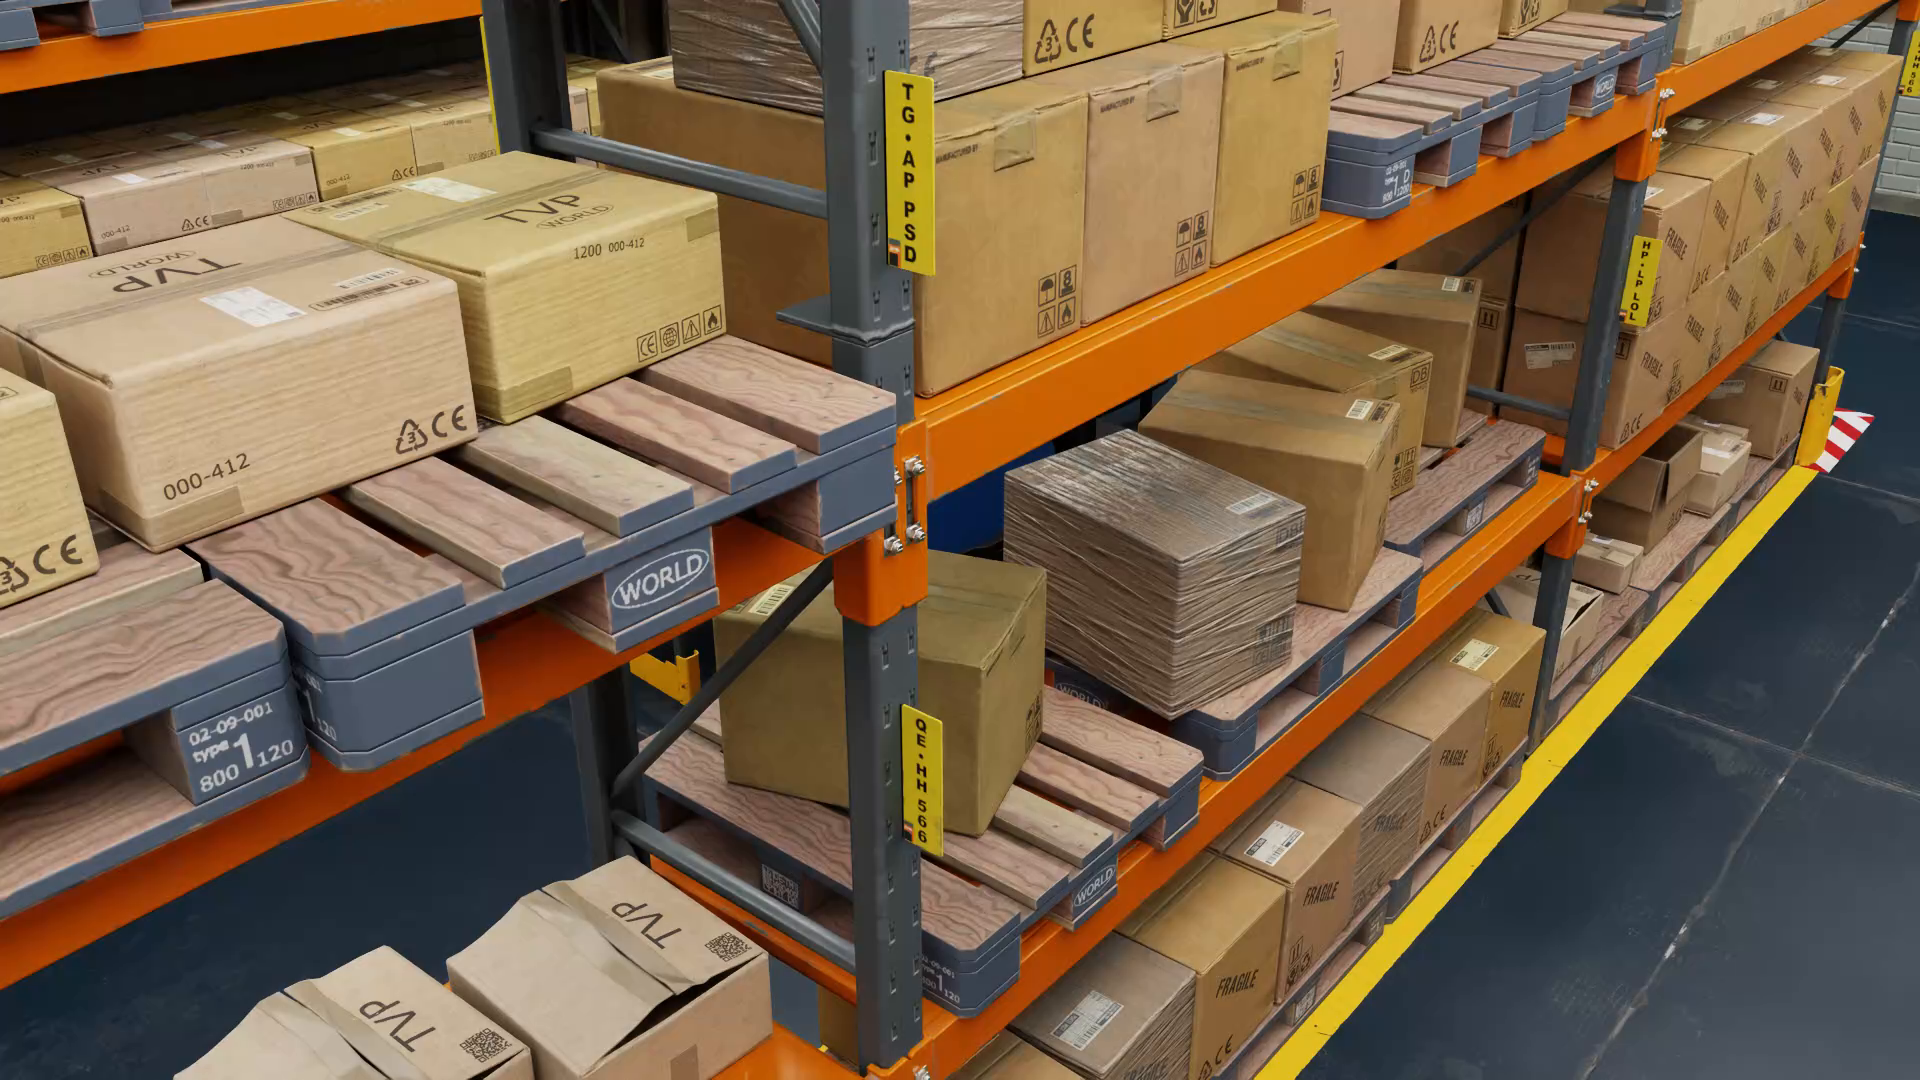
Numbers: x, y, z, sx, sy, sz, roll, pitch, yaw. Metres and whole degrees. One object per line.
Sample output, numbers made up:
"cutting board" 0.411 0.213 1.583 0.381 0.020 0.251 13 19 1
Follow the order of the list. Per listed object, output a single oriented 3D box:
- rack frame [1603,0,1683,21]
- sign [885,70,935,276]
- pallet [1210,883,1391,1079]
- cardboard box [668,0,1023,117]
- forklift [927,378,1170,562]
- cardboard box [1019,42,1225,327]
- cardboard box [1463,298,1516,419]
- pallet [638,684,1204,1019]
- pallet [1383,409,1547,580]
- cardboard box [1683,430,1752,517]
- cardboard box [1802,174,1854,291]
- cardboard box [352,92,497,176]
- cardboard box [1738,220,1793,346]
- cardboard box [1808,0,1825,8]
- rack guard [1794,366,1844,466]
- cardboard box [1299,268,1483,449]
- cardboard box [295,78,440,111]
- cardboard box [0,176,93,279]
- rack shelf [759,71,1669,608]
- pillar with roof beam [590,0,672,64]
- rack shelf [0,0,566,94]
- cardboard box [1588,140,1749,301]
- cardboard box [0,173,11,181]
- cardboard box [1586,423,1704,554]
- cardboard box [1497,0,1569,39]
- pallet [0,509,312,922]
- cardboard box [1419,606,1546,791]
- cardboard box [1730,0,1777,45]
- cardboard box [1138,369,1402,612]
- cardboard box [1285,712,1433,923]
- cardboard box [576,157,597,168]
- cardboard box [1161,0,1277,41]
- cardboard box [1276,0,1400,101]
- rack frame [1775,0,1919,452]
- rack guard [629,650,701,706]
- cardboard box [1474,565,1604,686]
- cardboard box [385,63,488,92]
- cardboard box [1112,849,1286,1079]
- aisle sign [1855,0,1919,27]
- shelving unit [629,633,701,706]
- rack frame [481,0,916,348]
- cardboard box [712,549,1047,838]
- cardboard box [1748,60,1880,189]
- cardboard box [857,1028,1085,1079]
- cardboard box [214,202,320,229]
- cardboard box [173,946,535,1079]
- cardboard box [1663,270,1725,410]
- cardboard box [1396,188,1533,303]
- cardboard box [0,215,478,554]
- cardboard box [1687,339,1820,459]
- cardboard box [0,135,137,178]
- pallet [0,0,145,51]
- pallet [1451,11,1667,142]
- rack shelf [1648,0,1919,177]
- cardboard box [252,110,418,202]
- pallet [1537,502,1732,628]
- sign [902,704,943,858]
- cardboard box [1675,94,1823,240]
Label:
"rack frame" 2.040 -3.250 5.238 1.000 3.000 0.127 21 34 34
"sign" -0.081 -0.599 2.730 0.100 0.325 0.005 21 34 34
"pallet" 0.776 1.387 5.838 1.003 0.211 1.213 21 34 34
"cardboard box" -0.222 -1.140 3.228 0.500 0.500 0.500 21 34 34
"forklift" 0.437 -1.510 8.479 1.130 2.935 3.031 24 36 38
"cardboard box" 0.072 -0.889 3.830 0.910 0.500 0.500 21 34 34
"cardboard box" 2.160 -0.882 7.081 0.500 0.500 0.500 21 34 35
"pallet" -0.127 0.658 4.423 1.213 0.211 1.003 21 34 34
"pallet" 1.447 -0.248 6.175 1.003 0.211 1.213 21 34 34
"cardboard box" 3.801 -0.385 8.743 0.500 0.250 0.500 21 34 34
"cardboard box" 4.182 -1.624 8.517 0.500 0.500 0.500 21 34 35
"cardboard box" -2.542 -1.950 7.985 0.500 0.250 0.500 22 34 35
"cardboard box" 3.540 -1.270 7.832 0.500 0.500 0.500 20 34 34
"cardboard box" 3.496 -2.482 7.182 0.500 0.250 0.500 21 34 34
"rack guard" 4.536 -0.866 9.880 1.175 0.500 0.348 21 34 34
"cardboard box" 1.566 -0.713 6.299 0.700 0.500 0.500 9 29 18
"cardboard box" -2.921 -2.096 8.267 0.500 0.250 0.500 19 33 33
"cardboard box" -3.823 -1.228 6.588 0.500 0.250 0.500 22 34 36
"rack shelf" 0.768 -0.889 4.722 1.077 0.370 4.000 21 34 34
"pillar with roof beam" 1.315 -3.939 6.570 9.100 9.000 0.400 21 34 34
"rack shelf" -3.057 -2.335 7.518 1.077 0.370 4.000 21 34 34
"cardboard box" 2.885 -1.341 6.882 0.500 0.500 0.500 20 33 33
"cardboard box" -4.241 -1.368 6.860 0.500 0.250 0.500 22 34 36
"cardboard box" 3.231 -0.339 8.379 0.797 0.503 0.637 21 34 34
"cardboard box" 1.663 -2.036 5.481 0.600 0.600 0.600 17 32 30
"pallet" -1.576 0.249 1.945 1.003 0.211 1.213 23 35 37
"cardboard box" 1.947 0.588 6.590 0.500 0.500 0.500 21 34 34
"cardboard box" 2.861 -2.127 6.495 0.500 0.250 0.500 21 34 34
"cardboard box" 0.964 -0.172 5.251 0.700 0.500 0.500 12 30 22
"cardboard box" 1.307 0.939 5.912 0.500 0.500 0.500 21 34 35
"cardboard box" -2.201 -1.796 8.503 0.500 0.500 0.500 21 34 35
"cardboard box" 0.427 -1.502 3.928 0.500 0.500 0.500 21 34 34
"cardboard box" 0.816 -1.562 4.565 0.600 0.600 0.600 19 33 33
"rack frame" 4.584 -2.003 9.358 1.000 3.000 0.127 21 34 34
"rack guard" -1.373 0.524 7.466 0.587 0.250 0.087 24 36 38
"cardboard box" 2.474 0.328 7.299 0.500 0.311 0.500 21 34 34
"cardboard box" -2.606 -2.276 8.614 0.500 0.250 0.500 21 34 35
"cardboard box" 0.657 1.306 5.202 0.500 0.500 0.500 20 34 34
"aisle sign" 4.864 -3.093 8.634 0.394 0.787 0.004 21 34 34
"shelving unit" -1.029 -0.197 7.498 0.587 1.500 1.083 24 36 38
"rack frame" -0.504 -1.831 2.497 1.000 3.000 0.127 21 34 34
"cardboard box" -0.191 0.346 4.251 0.700 0.500 0.500 10 29 18
"cardboard box" 4.193 -2.074 8.298 0.500 0.500 0.500 22 34 36
"cardboard box" 0.006 1.670 4.499 0.500 0.500 0.500 22 35 36
"cardboard box" -3.166 -1.255 7.457 0.500 0.500 0.500 21 34 34
"cardboard box" -1.223 1.133 3.392 0.500 0.311 0.500 20 34 34
"cardboard box" 2.898 -0.913 7.142 0.500 0.500 0.500 21 34 35
"cardboard box" 2.162 -1.329 6.857 0.500 0.500 0.500 21 34 35
"cardboard box" -1.069 -0.251 2.412 0.500 0.250 0.500 22 34 36
"cardboard box" 4.428 -0.824 9.319 0.500 0.500 0.500 21 34 34
"cardboard box" -3.909 -1.551 7.213 0.500 0.250 0.500 19 33 33
"pallet" -3.961 -2.106 6.496 1.213 0.211 1.003 23 35 37
"pallet" 1.571 -1.623 5.563 1.213 0.211 1.003 21 34 34
"rack shelf" 3.312 -2.307 7.463 1.077 0.370 4.000 21 34 34
"cardboard box" -2.865 -1.769 7.635 0.500 0.250 0.500 20 33 33
"pallet" 3.253 -0.024 8.567 1.003 0.211 1.213 21 34 34
"sign" -0.074 0.480 3.298 0.100 0.325 0.005 21 34 34
"cardboard box" 3.540 -1.707 7.588 0.500 0.500 0.500 22 35 36
